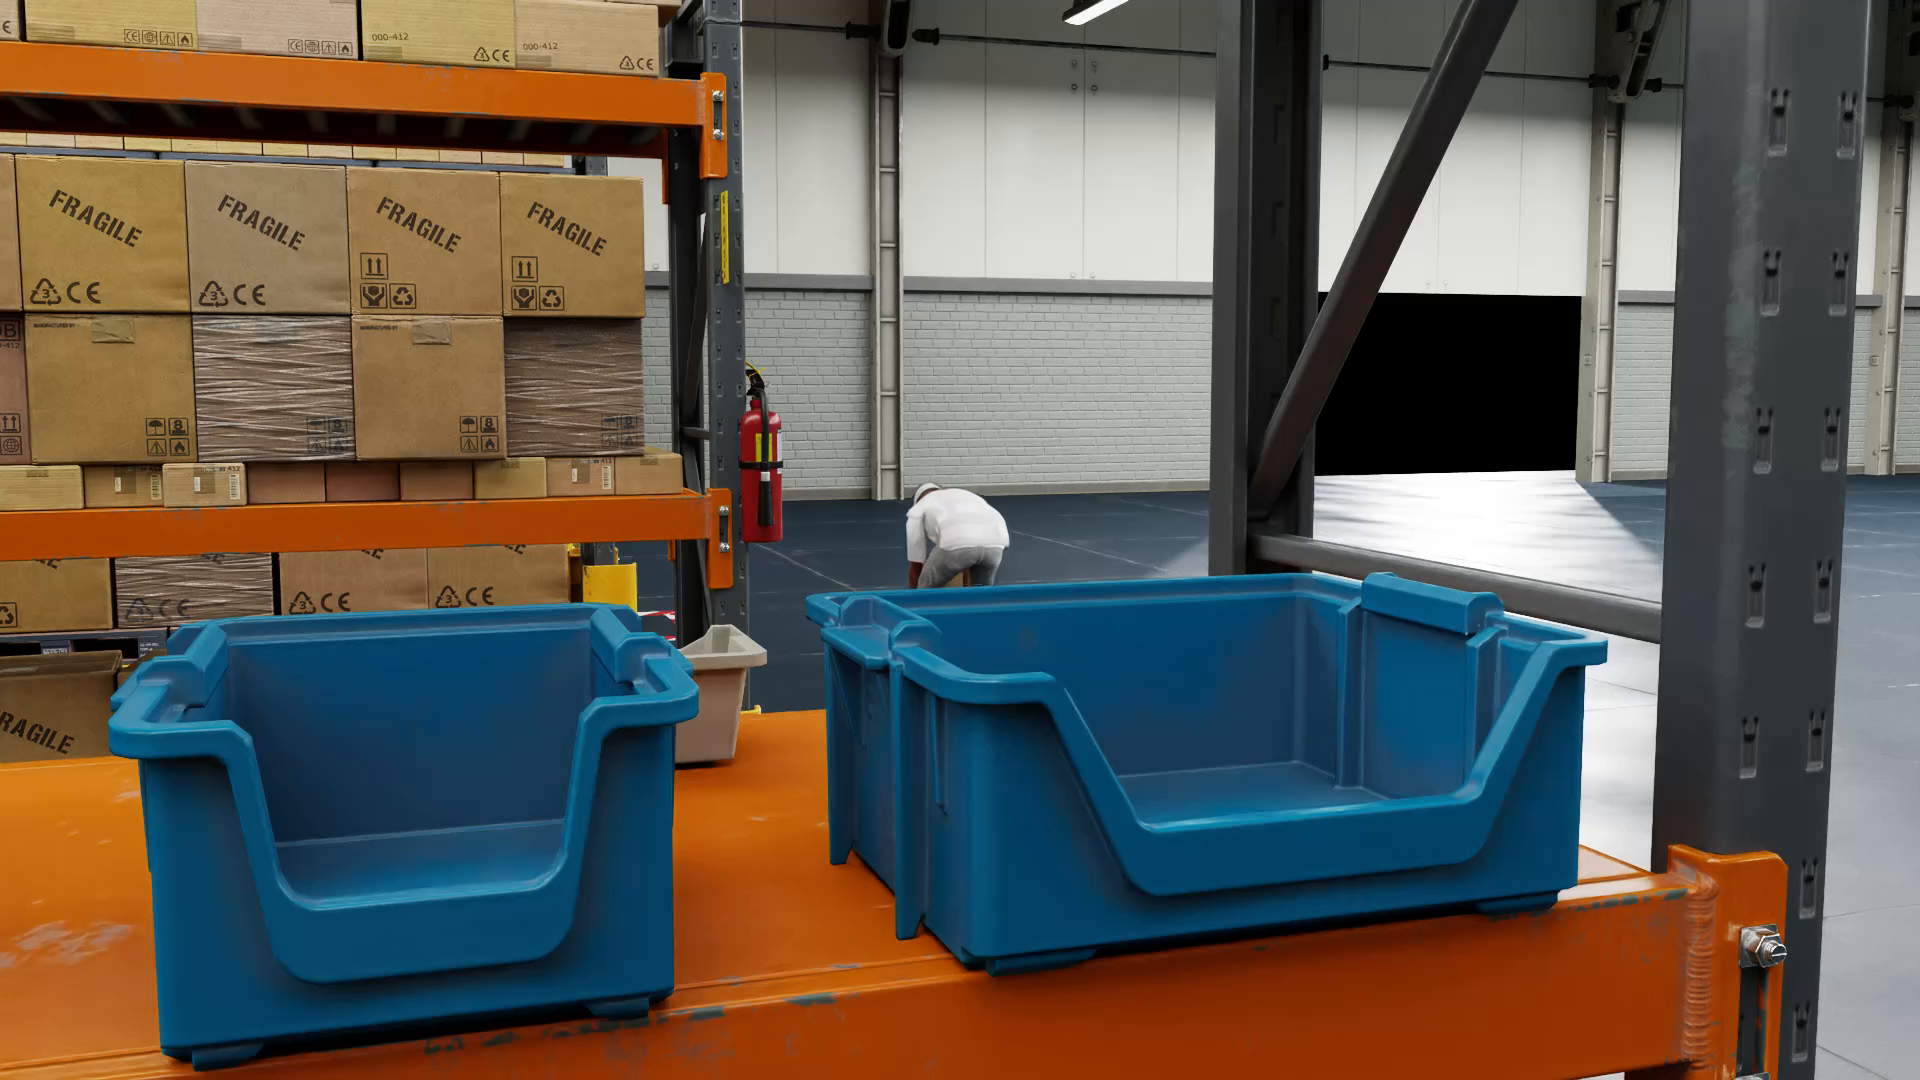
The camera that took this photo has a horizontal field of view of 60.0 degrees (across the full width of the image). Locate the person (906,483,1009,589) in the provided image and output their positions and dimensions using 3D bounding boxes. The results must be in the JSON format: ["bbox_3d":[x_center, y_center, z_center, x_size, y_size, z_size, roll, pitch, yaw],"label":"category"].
[{"bbox_3d":[-0.052,0.197,10.326,0.518,1.054,0.966,-2,6,-21],"label":"person"}]
